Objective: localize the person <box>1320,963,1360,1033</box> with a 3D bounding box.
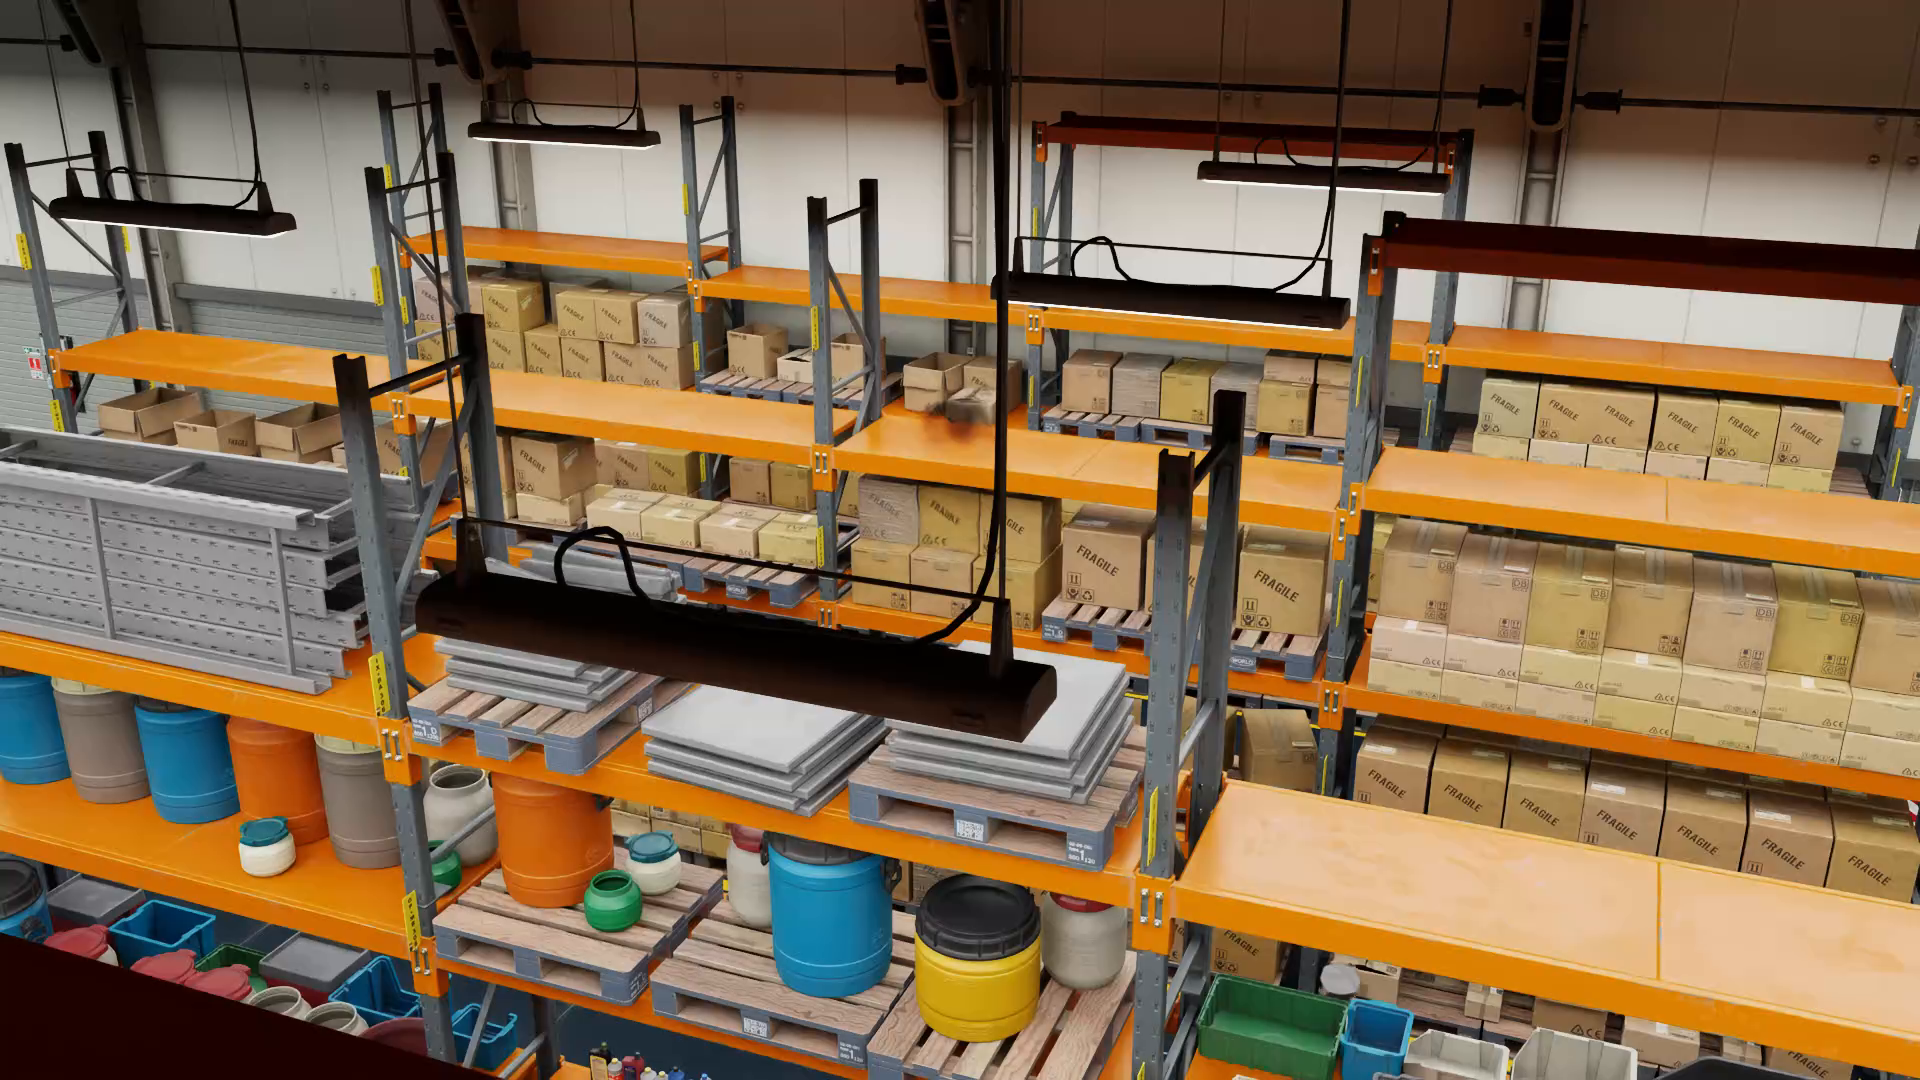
[{"bbox_3d":[2.400,3.511,10.801,0.501,1.693,0.381,12,24,28],"label":"person"}]
